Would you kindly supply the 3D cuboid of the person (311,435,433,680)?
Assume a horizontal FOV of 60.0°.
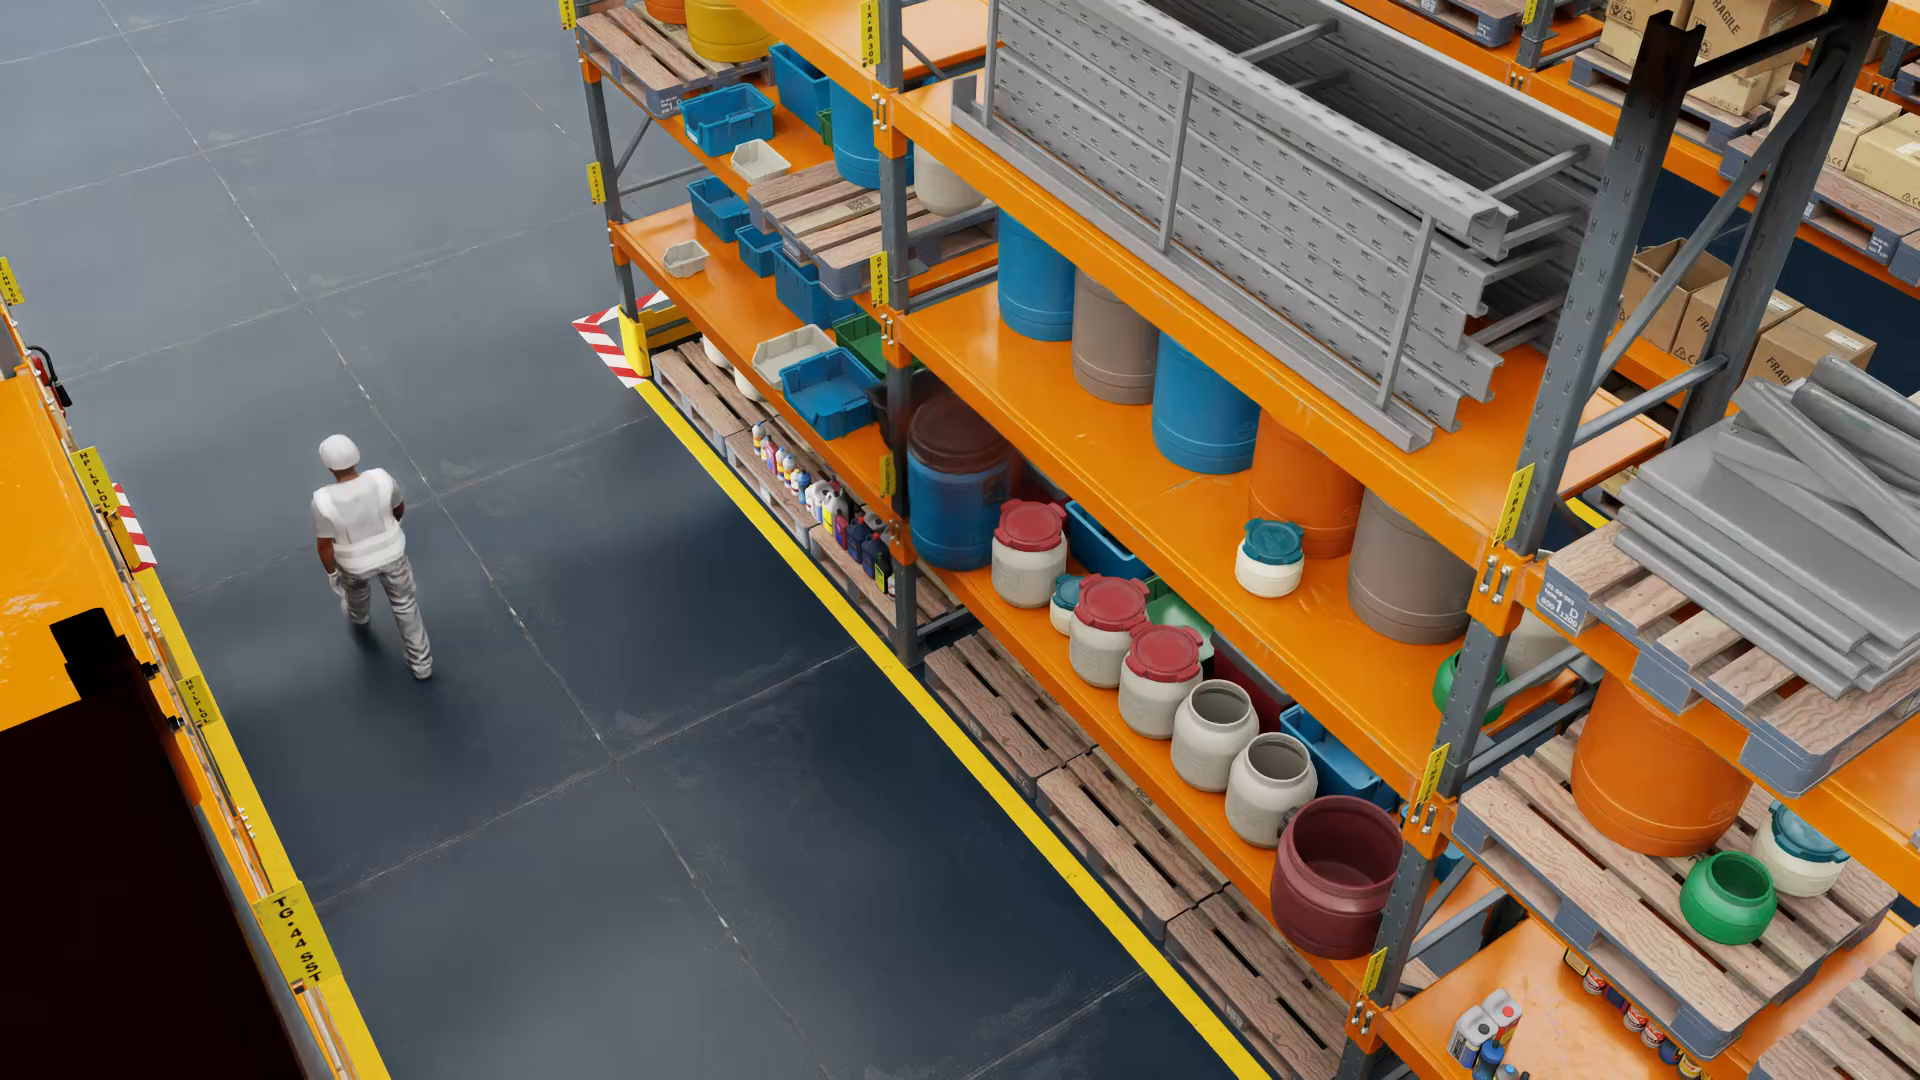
[{"bbox_3d":[-3.733,-0.004,10.436,0.578,1.734,0.969,-20,46,-21],"label":"person"}]
